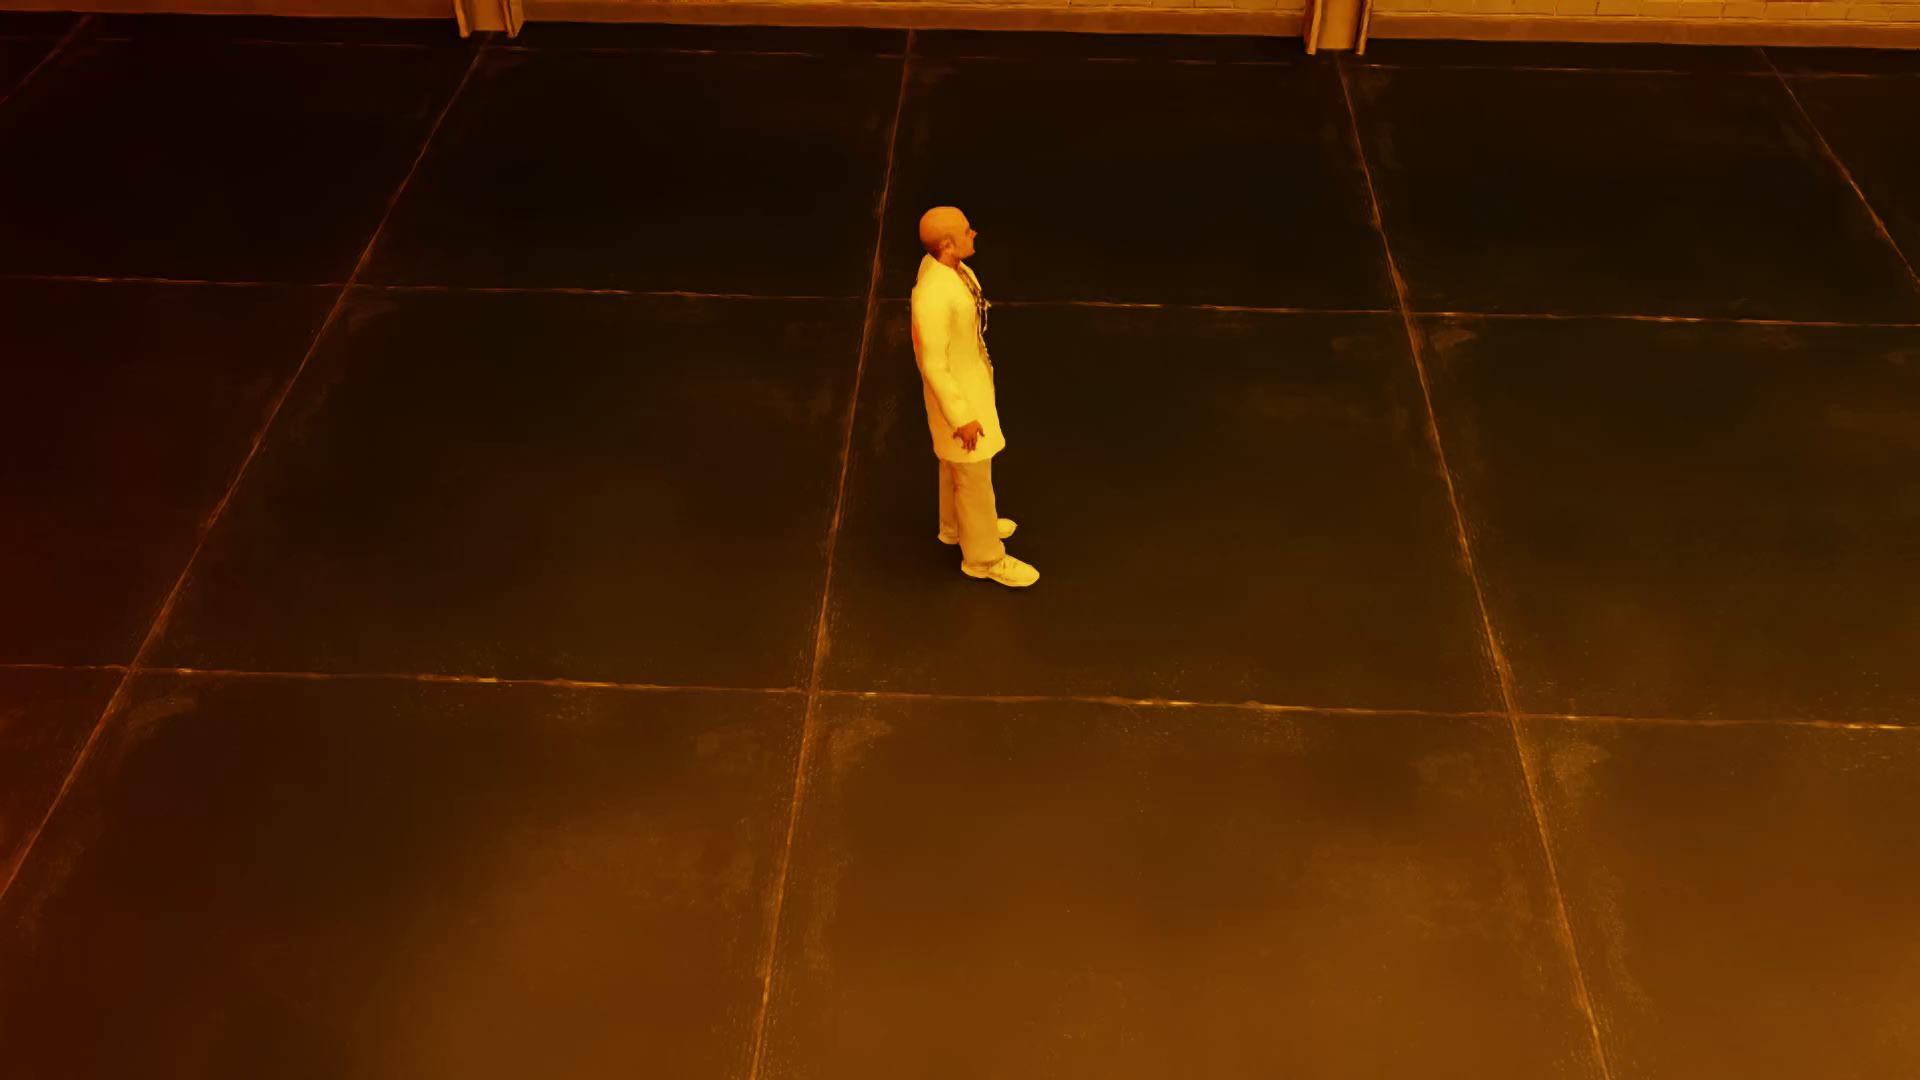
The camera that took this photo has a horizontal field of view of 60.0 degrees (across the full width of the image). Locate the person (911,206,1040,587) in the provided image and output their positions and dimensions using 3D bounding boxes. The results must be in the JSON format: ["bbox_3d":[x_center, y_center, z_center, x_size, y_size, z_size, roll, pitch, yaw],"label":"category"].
[{"bbox_3d":[0.091,-0.656,7.306,0.579,1.776,0.694,2,42,2],"label":"person"}]
